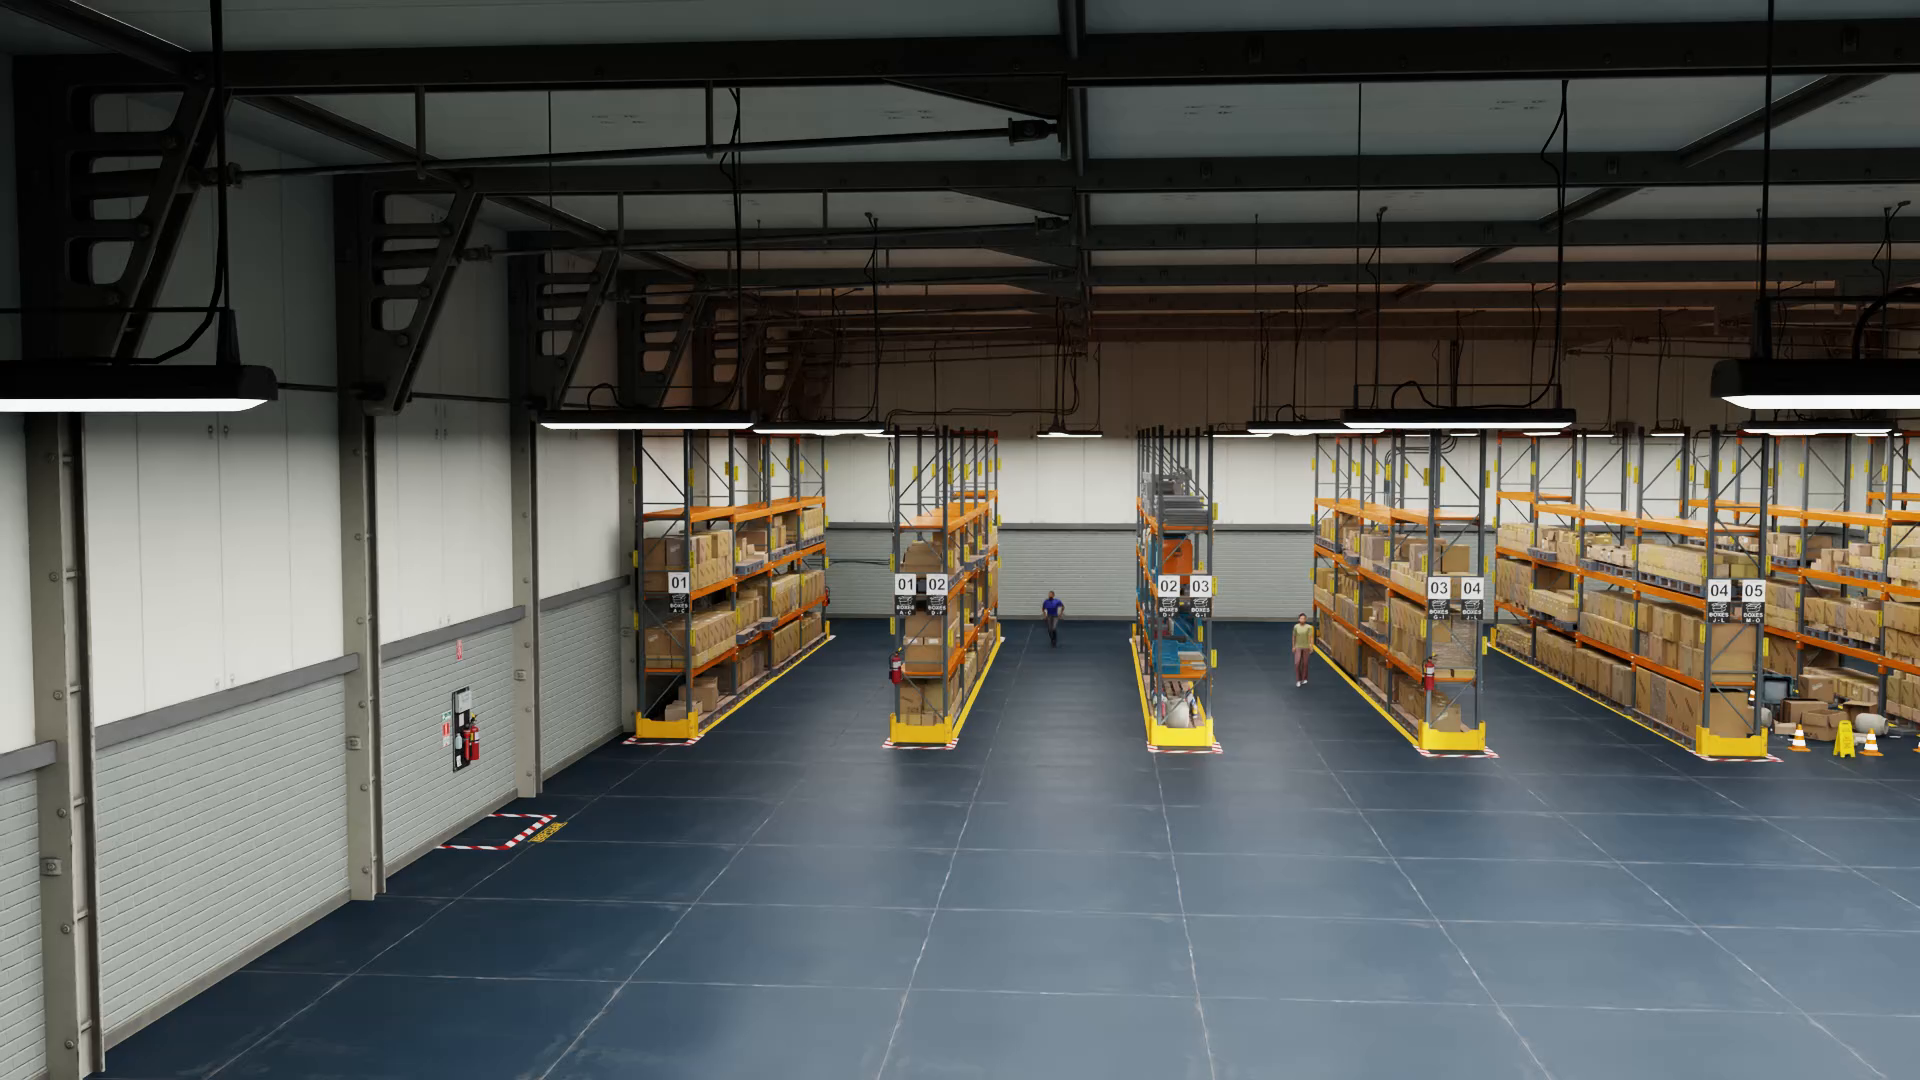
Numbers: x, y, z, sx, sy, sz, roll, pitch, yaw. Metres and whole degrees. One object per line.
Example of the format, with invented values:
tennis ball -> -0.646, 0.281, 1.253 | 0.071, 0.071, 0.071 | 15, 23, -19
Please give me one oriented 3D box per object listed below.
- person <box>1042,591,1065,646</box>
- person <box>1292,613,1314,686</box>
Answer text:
person -> 2.589, 2.181, 46.051 | 0.608, 1.558, 0.741 | 1, 4, 15
person -> 8.024, 2.564, 38.923 | 0.486, 1.707, 0.560 | 1, 4, 12
